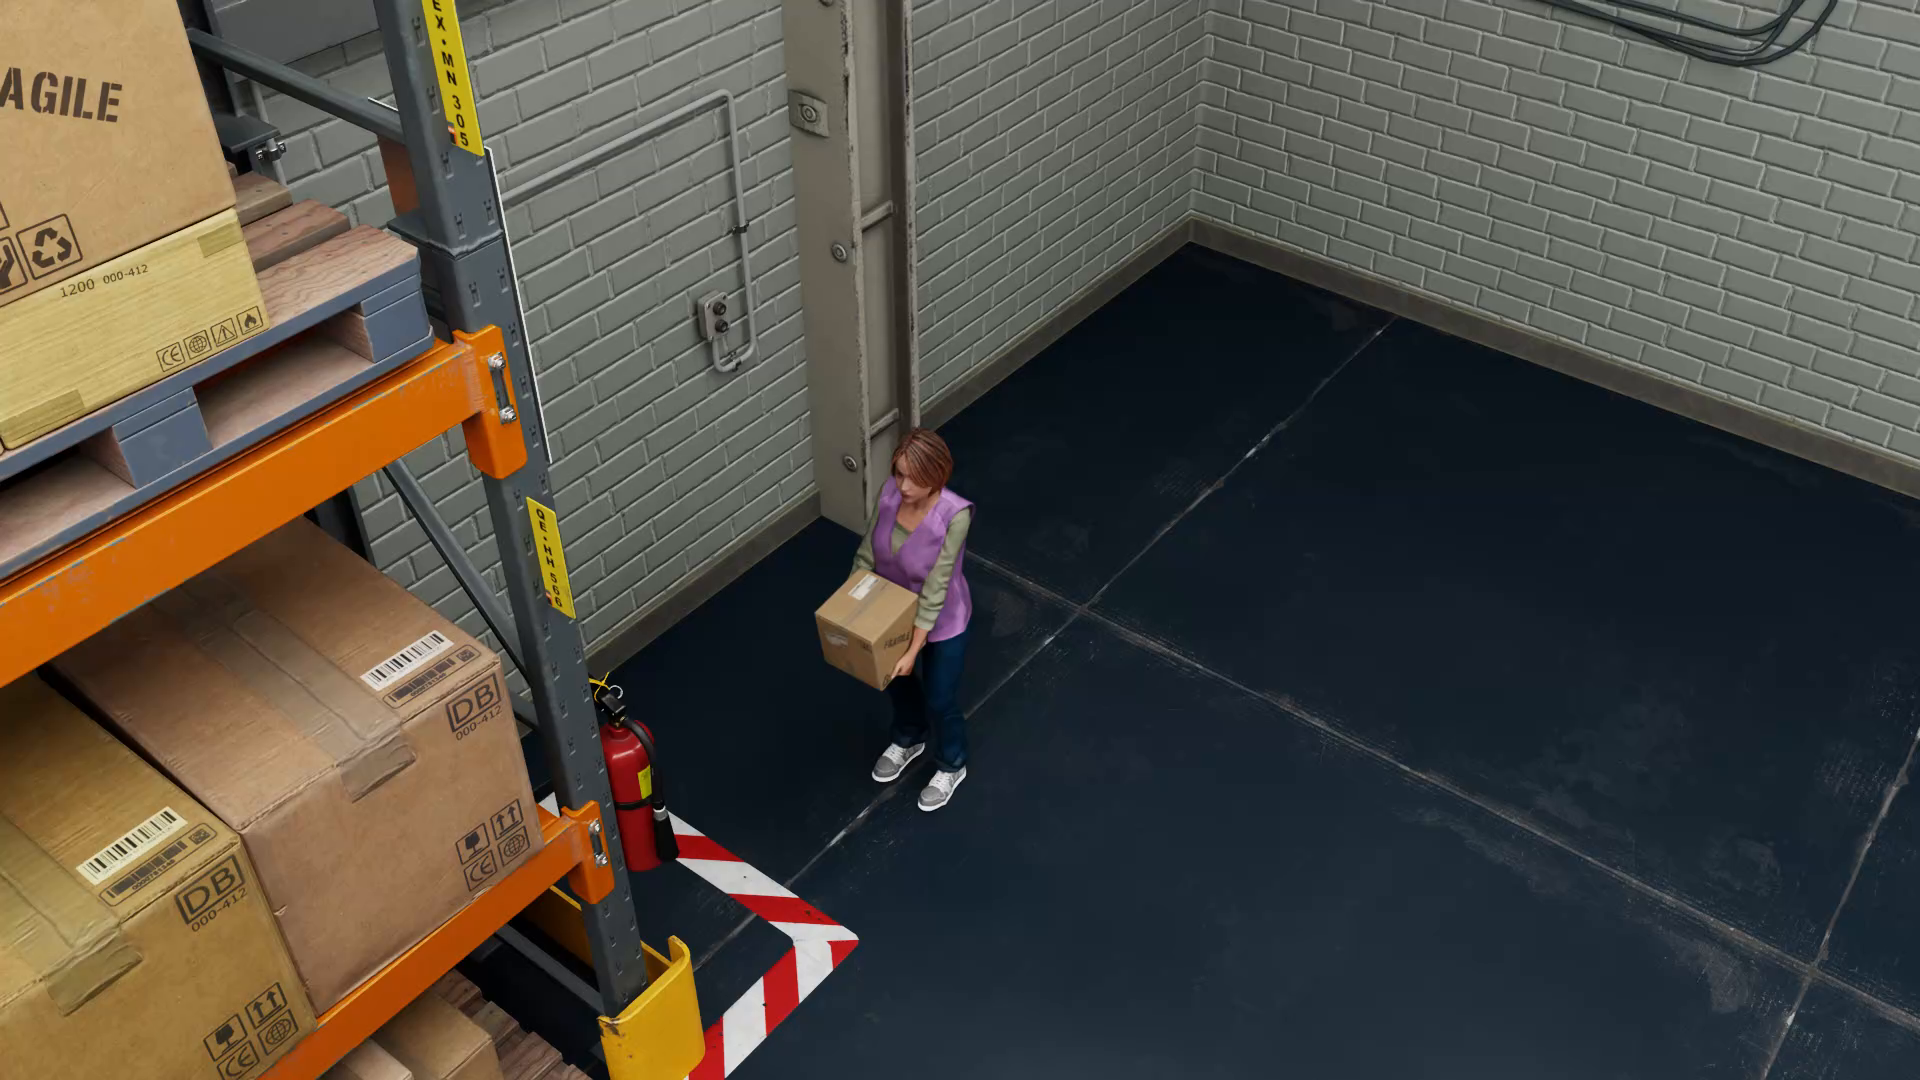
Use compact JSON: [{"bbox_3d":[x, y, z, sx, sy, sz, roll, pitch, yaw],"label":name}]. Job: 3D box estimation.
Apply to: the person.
[{"bbox_3d":[-0.180,0.316,5.781,0.375,1.599,0.500,25,46,27],"label":"person"}]
